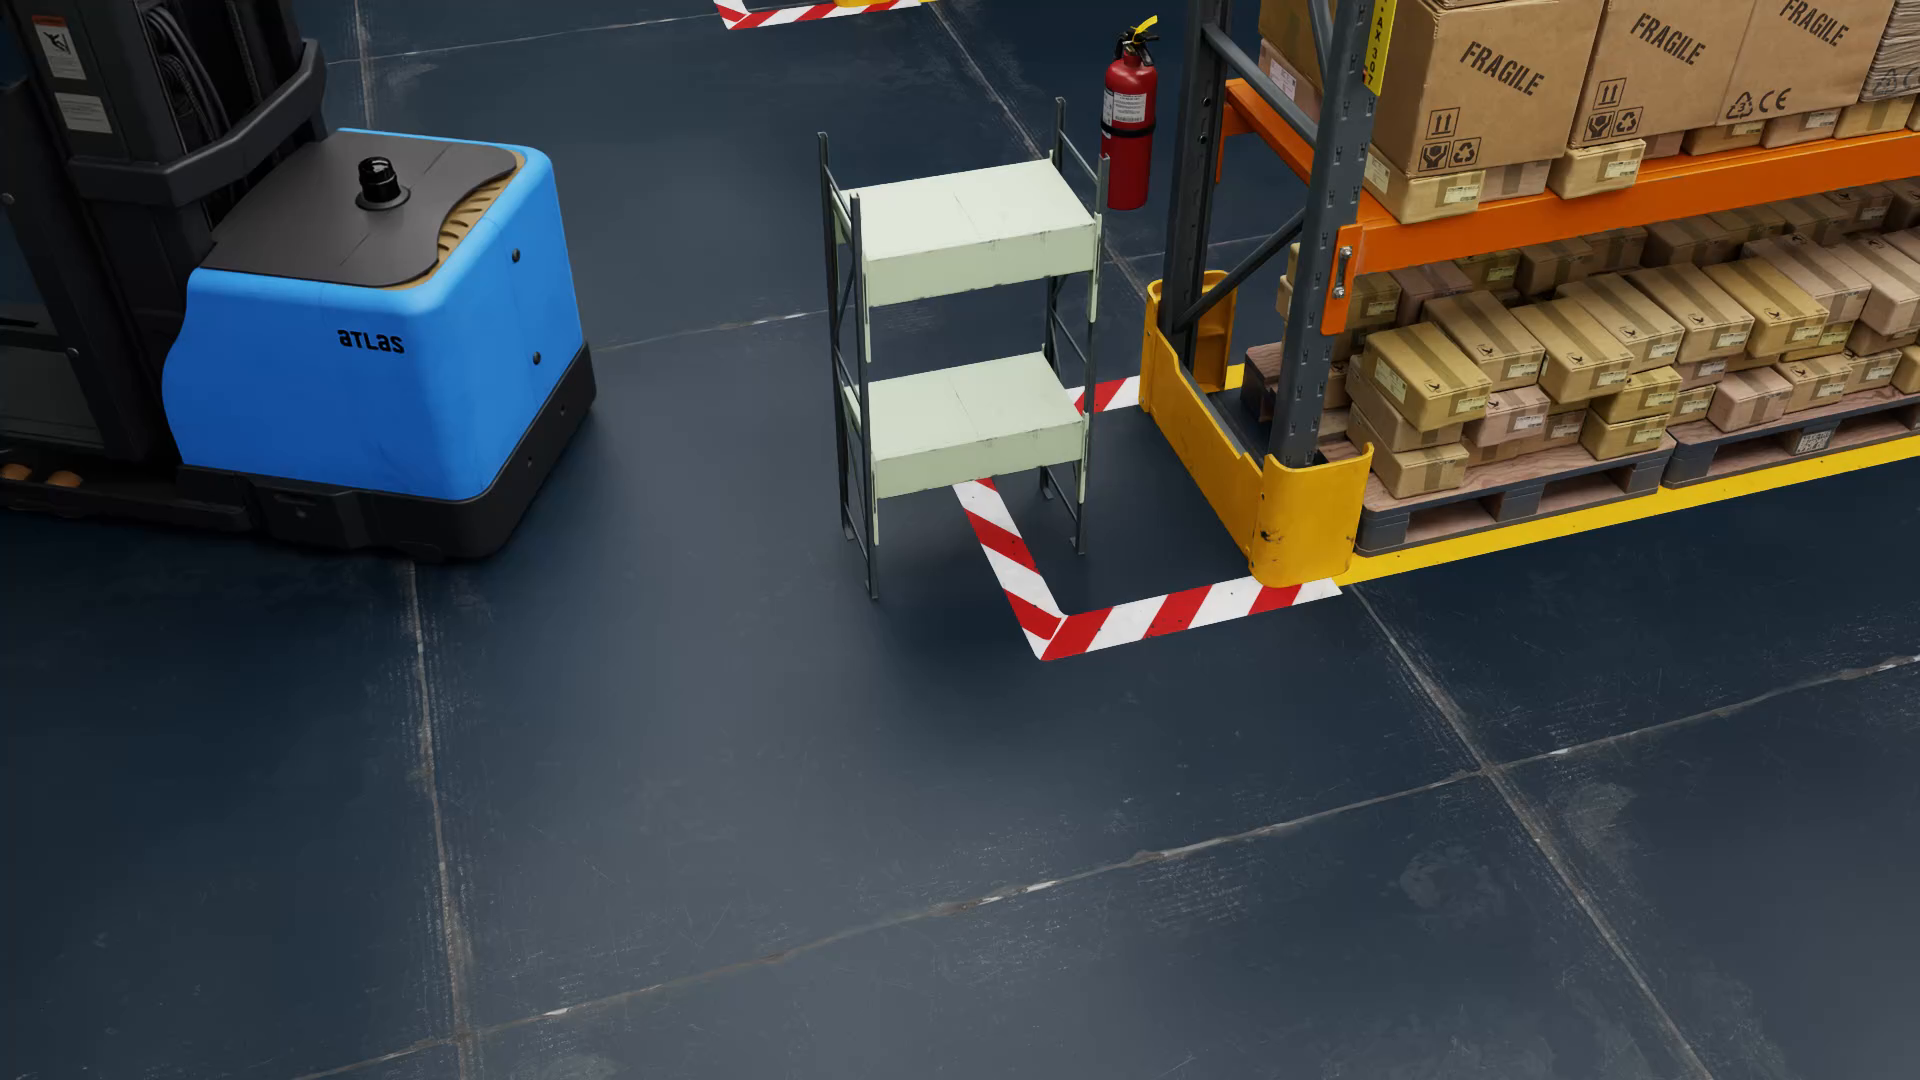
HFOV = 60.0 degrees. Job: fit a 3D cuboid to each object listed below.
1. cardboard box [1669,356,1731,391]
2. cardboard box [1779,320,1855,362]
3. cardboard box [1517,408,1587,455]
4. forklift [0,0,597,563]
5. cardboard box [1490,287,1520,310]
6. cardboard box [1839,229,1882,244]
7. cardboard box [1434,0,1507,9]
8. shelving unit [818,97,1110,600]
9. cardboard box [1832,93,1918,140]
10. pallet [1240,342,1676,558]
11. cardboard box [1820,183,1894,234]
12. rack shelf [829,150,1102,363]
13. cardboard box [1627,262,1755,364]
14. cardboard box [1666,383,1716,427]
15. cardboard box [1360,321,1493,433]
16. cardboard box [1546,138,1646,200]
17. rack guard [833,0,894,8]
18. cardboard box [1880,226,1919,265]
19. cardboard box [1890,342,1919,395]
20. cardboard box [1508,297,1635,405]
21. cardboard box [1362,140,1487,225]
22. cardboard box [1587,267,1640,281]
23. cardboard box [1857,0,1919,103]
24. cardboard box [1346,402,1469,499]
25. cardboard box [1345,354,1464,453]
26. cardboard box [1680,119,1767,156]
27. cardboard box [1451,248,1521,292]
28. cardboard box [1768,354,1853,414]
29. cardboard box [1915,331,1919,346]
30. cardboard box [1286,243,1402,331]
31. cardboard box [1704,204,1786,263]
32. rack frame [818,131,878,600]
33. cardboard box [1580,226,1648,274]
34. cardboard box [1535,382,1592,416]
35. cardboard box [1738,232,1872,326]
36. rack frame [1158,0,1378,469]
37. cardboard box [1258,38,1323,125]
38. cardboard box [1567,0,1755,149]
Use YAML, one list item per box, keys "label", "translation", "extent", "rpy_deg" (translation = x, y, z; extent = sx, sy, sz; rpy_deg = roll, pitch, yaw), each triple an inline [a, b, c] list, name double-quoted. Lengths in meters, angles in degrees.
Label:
- label: "cardboard box"
  translation: [2.495, -0.699, 5.892]
  extent: [0.250, 0.149, 0.380]
  rpy_deg: [-14, 43, -15]
- label: "cardboard box"
  translation: [3.002, -0.826, 6.037]
  extent: [0.250, 0.149, 0.380]
  rpy_deg: [-10, 42, -11]
- label: "cardboard box"
  translation: [1.987, -0.486, 5.874]
  extent: [0.250, 0.149, 0.380]
  rpy_deg: [-11, 42, -13]
- label: "forklift"
  translation: [-2.940, -1.489, 5.275]
  extent: [3.031, 2.867, 1.129]
  rpy_deg: [8, 42, 9]
- label: "cardboard box"
  translation: [1.844, -0.926, 6.152]
  extent: [0.250, 0.149, 0.380]
  rpy_deg: [-13, 43, -15]
- label: "cardboard box"
  translation: [3.341, -1.191, 6.455]
  extent: [0.250, 0.149, 0.380]
  rpy_deg: [-10, 42, -11]
- label: "cardboard box"
  translation: [1.439, -1.791, 4.458]
  extent: [0.500, 0.500, 0.500]
  rpy_deg: [-12, 43, -13]
- label: "shelving unit"
  translation: [0.006, -0.566, 5.258]
  extent: [0.755, 1.500, 0.431]
  rpy_deg: [-12, 42, -13]
- label: "cardboard box"
  translation: [2.811, -1.447, 5.317]
  extent: [0.250, 0.149, 0.380]
  rpy_deg: [-10, 42, -12]
- label: "pallet"
  translation: [1.789, -0.446, 6.100]
  extent: [1.213, 0.211, 1.003]
  rpy_deg: [-12, 42, -13]
- label: "cardboard box"
  translation: [3.340, -1.341, 6.400]
  extent: [0.250, 0.149, 0.380]
  rpy_deg: [-11, 42, -12]
- label: "rack shelf"
  translation: [0.006, -0.860, 5.001]
  extent: [0.720, 0.370, 0.431]
  rpy_deg: [-12, 42, -13]
- label: "cardboard box"
  translation: [2.518, -0.791, 5.771]
  extent: [0.250, 0.149, 0.380]
  rpy_deg: [-10, 42, -11]
- label: "cardboard box"
  translation: [2.479, -0.578, 5.980]
  extent: [0.250, 0.149, 0.380]
  rpy_deg: [-12, 42, -13]
- label: "cardboard box"
  translation: [1.533, -0.542, 5.485]
  extent: [0.250, 0.149, 0.380]
  rpy_deg: [-14, 43, -15]
- label: "cardboard box"
  translation: [1.842, -1.202, 5.037]
  extent: [0.250, 0.149, 0.380]
  rpy_deg: [-13, 43, -14]
- label: "rack guard"
  translation: [-0.675, -3.483, 9.357]
  extent: [0.348, 0.500, 1.175]
  rpy_deg: [-12, 42, -13]
- label: "cardboard box"
  translation: [3.517, -0.965, 5.970]
  extent: [0.250, 0.149, 0.380]
  rpy_deg: [-14, 43, -15]
- label: "cardboard box"
  translation: [3.488, -0.722, 6.144]
  extent: [0.250, 0.149, 0.380]
  rpy_deg: [-12, 43, -13]
- label: "cardboard box"
  translation: [2.039, -0.641, 5.599]
  extent: [0.250, 0.149, 0.380]
  rpy_deg: [-12, 43, -13]
- label: "cardboard box"
  translation: [1.339, -1.106, 4.927]
  extent: [0.250, 0.149, 0.380]
  rpy_deg: [-12, 43, -13]
- label: "cardboard box"
  translation: [2.334, -1.037, 6.278]
  extent: [0.250, 0.149, 0.380]
  rpy_deg: [-11, 42, -12]
- label: "cardboard box"
  translation: [2.901, -1.723, 5.140]
  extent: [0.500, 0.500, 0.500]
  rpy_deg: [-13, 43, -14]
- label: "cardboard box"
  translation: [1.527, -0.330, 5.695]
  extent: [0.250, 0.149, 0.380]
  rpy_deg: [-11, 42, -12]
- label: "cardboard box"
  translation: [1.508, -0.482, 5.643]
  extent: [0.250, 0.149, 0.380]
  rpy_deg: [-10, 42, -11]
- label: "cardboard box"
  translation: [2.314, -1.378, 5.238]
  extent: [0.250, 0.149, 0.380]
  rpy_deg: [-12, 43, -13]
- label: "cardboard box"
  translation: [1.826, -1.059, 6.078]
  extent: [0.250, 0.149, 0.380]
  rpy_deg: [-13, 43, -14]
- label: "cardboard box"
  translation: [2.999, -0.644, 6.055]
  extent: [0.250, 0.149, 0.380]
  rpy_deg: [-12, 42, -13]
- label: "cardboard box"
  translation: [3.531, -0.892, 6.113]
  extent: [0.250, 0.149, 0.380]
  rpy_deg: [-11, 42, -12]
- label: "cardboard box"
  translation: [1.360, -0.915, 5.913]
  extent: [0.250, 0.149, 0.380]
  rpy_deg: [-11, 42, -13]
- label: "cardboard box"
  translation: [2.858, -1.211, 6.252]
  extent: [0.250, 0.149, 0.380]
  rpy_deg: [-11, 42, -13]
- label: "rack frame"
  translation: [-0.343, -0.494, 5.175]
  extent: [0.023, 1.500, 0.400]
  rpy_deg: [-12, 42, -13]
- label: "cardboard box"
  translation: [2.332, -1.159, 6.192]
  extent: [0.250, 0.149, 0.380]
  rpy_deg: [-10, 42, -11]
- label: "cardboard box"
  translation: [1.993, -0.604, 5.783]
  extent: [0.250, 0.149, 0.380]
  rpy_deg: [-11, 42, -13]
- label: "cardboard box"
  translation: [2.994, -0.924, 5.923]
  extent: [0.250, 0.149, 0.380]
  rpy_deg: [-12, 42, -13]
- label: "rack frame"
  translation: [0.931, -1.343, 5.007]
  extent: [0.127, 3.000, 1.000]
  rpy_deg: [-12, 42, -13]
- label: "cardboard box"
  translation: [1.158, -1.490, 5.366]
  extent: [0.250, 0.149, 0.380]
  rpy_deg: [-12, 42, -13]
- label: "cardboard box"
  translation: [1.945, -1.529, 4.919]
  extent: [0.500, 0.500, 0.500]
  rpy_deg: [-12, 42, -13]
